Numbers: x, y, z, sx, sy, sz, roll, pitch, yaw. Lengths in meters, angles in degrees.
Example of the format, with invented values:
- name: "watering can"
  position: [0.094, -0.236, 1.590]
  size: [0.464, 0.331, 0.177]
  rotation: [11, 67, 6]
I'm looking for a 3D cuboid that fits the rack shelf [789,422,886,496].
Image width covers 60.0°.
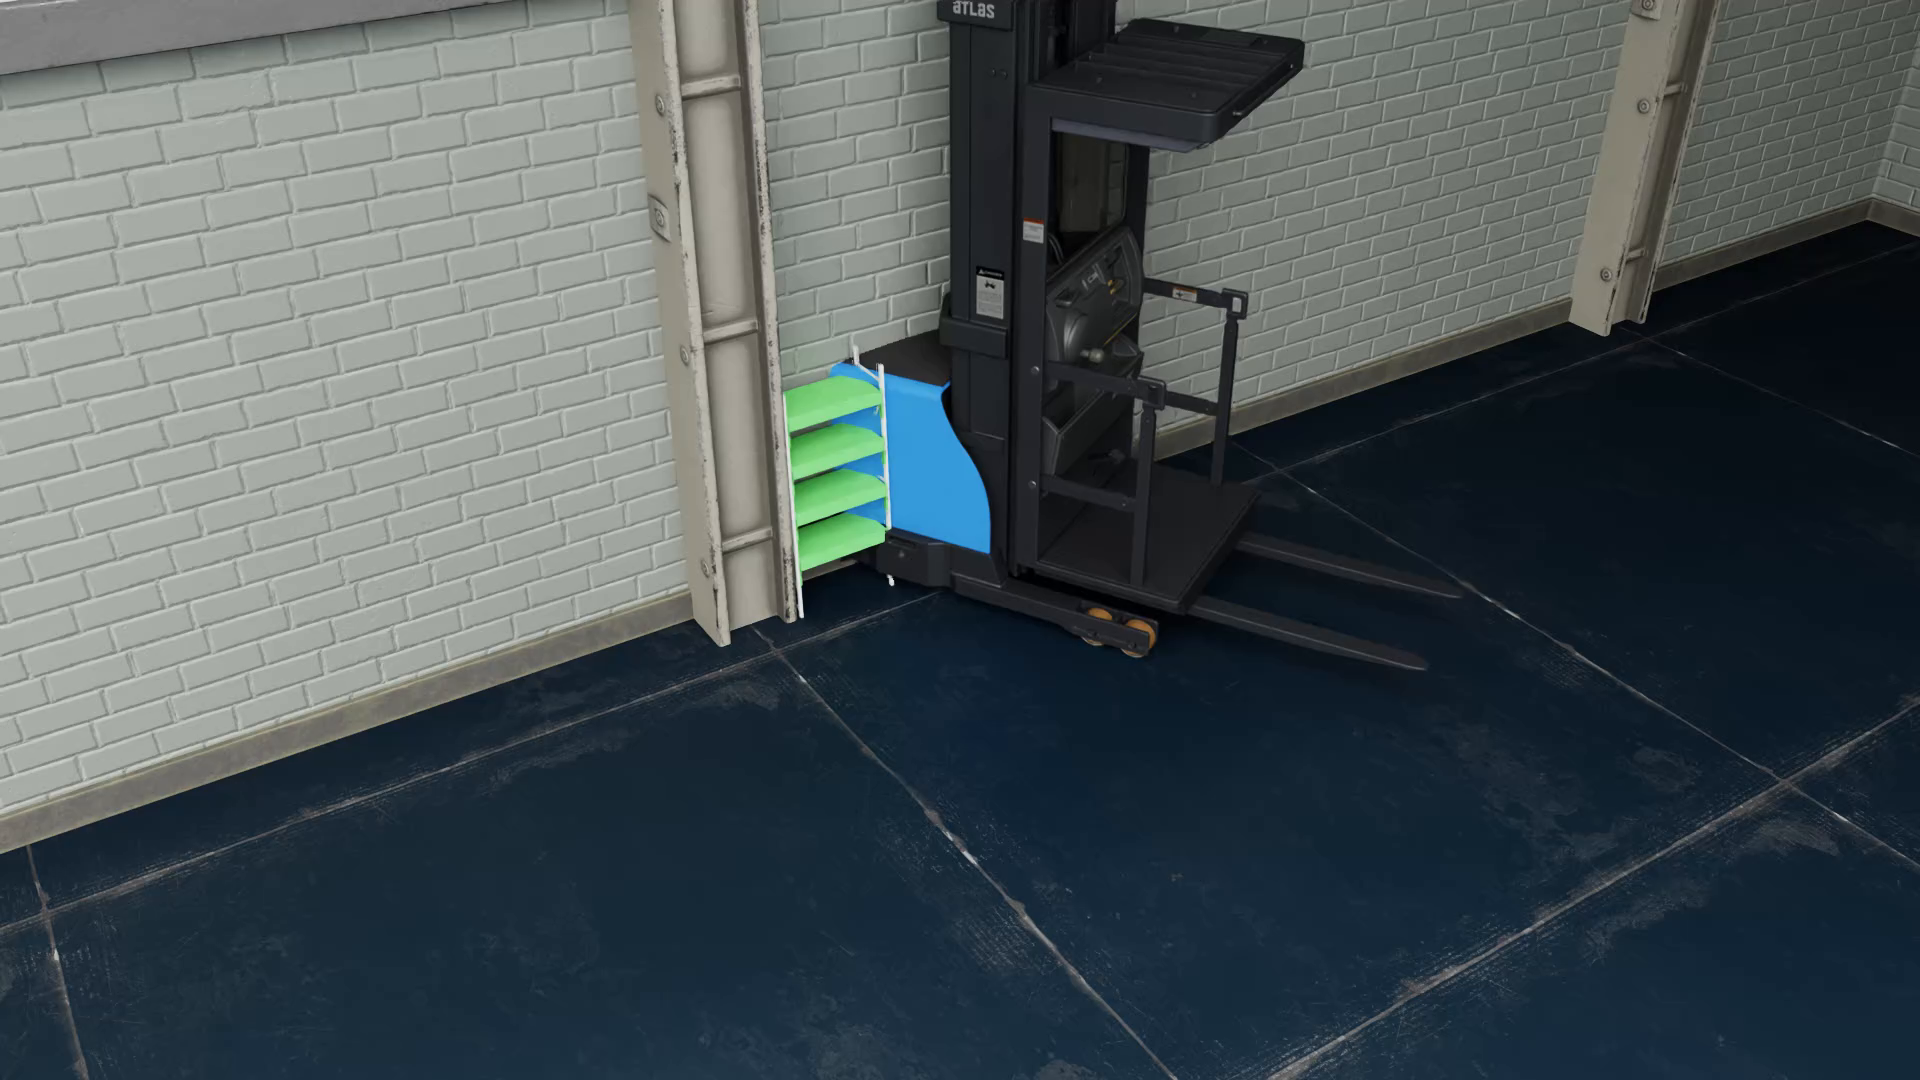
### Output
- name: "rack shelf"
  position: [-0.603, -0.385, 7.487]
  size: [0.480, 0.148, 0.258]
  rotation: [-20, 37, -27]

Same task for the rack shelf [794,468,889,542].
- name: "rack shelf"
  position: [-0.599, -0.182, 7.616]
  size: [0.480, 0.148, 0.258]
  rotation: [-20, 37, -27]

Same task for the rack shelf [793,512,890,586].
- name: "rack shelf"
  position: [-0.594, 0.020, 7.745]
  size: [0.480, 0.148, 0.258]
  rotation: [-20, 37, -27]

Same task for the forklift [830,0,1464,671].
- name: "forklift"
  position: [0.771, -1.040, 7.152]
  size: [3.031, 2.935, 1.130]
  rotation: [16, 35, 23]

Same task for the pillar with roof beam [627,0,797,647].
- name: "pillar with roof beam"
  position: [1.335, -1.519, 2.224]
  size: [0.400, 9.000, 9.100]
  rotation: [-19, 37, -27]

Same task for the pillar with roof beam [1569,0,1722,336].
- name: "pillar with roof beam"
  position: [6.378, -3.254, 4.973]
  size: [0.400, 9.000, 9.100]
  rotation: [-19, 37, -27]

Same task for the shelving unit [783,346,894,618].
- name: "shelving unit"
  position: [-0.600, -0.236, 7.582]
  size: [0.503, 1.200, 0.258]
  rotation: [-20, 37, -27]

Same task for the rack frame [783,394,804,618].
- name: "rack frame"
  position: [-0.804, -0.161, 7.471]
  size: [0.015, 1.200, 0.240]
  rotation: [-20, 37, -27]

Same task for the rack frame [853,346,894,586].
- name: "rack frame"
  position: [-0.396, -0.311, 7.692]
  size: [0.015, 1.200, 0.240]
  rotation: [-20, 37, -27]

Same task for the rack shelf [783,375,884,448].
- name: "rack shelf"
  position: [-0.608, -0.587, 7.358]
  size: [0.480, 0.148, 0.258]
  rotation: [-20, 37, -27]
